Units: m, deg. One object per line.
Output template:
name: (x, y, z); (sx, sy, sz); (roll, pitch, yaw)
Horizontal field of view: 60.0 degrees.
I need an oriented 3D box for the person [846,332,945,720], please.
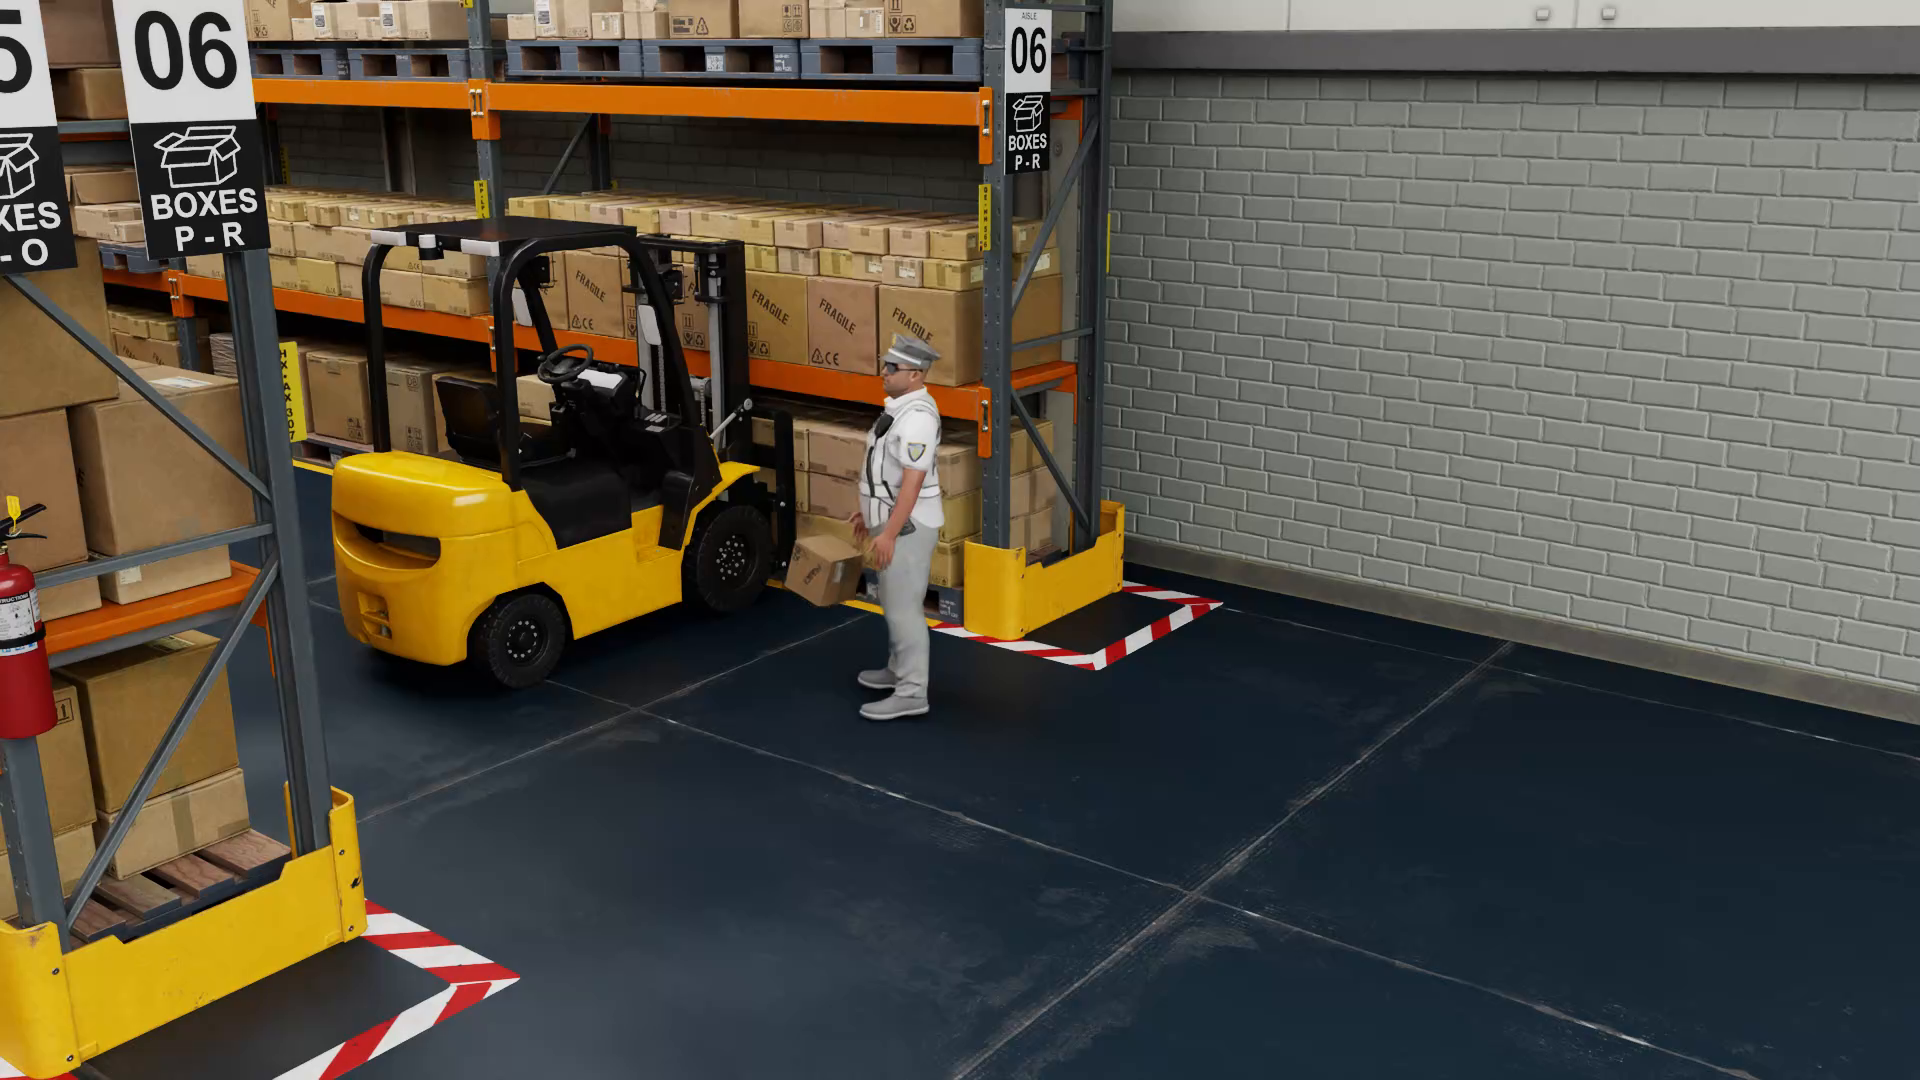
person: (-0.300, -0.082, 7.701); (0.434, 1.786, 0.611); (-2, 17, -7)
